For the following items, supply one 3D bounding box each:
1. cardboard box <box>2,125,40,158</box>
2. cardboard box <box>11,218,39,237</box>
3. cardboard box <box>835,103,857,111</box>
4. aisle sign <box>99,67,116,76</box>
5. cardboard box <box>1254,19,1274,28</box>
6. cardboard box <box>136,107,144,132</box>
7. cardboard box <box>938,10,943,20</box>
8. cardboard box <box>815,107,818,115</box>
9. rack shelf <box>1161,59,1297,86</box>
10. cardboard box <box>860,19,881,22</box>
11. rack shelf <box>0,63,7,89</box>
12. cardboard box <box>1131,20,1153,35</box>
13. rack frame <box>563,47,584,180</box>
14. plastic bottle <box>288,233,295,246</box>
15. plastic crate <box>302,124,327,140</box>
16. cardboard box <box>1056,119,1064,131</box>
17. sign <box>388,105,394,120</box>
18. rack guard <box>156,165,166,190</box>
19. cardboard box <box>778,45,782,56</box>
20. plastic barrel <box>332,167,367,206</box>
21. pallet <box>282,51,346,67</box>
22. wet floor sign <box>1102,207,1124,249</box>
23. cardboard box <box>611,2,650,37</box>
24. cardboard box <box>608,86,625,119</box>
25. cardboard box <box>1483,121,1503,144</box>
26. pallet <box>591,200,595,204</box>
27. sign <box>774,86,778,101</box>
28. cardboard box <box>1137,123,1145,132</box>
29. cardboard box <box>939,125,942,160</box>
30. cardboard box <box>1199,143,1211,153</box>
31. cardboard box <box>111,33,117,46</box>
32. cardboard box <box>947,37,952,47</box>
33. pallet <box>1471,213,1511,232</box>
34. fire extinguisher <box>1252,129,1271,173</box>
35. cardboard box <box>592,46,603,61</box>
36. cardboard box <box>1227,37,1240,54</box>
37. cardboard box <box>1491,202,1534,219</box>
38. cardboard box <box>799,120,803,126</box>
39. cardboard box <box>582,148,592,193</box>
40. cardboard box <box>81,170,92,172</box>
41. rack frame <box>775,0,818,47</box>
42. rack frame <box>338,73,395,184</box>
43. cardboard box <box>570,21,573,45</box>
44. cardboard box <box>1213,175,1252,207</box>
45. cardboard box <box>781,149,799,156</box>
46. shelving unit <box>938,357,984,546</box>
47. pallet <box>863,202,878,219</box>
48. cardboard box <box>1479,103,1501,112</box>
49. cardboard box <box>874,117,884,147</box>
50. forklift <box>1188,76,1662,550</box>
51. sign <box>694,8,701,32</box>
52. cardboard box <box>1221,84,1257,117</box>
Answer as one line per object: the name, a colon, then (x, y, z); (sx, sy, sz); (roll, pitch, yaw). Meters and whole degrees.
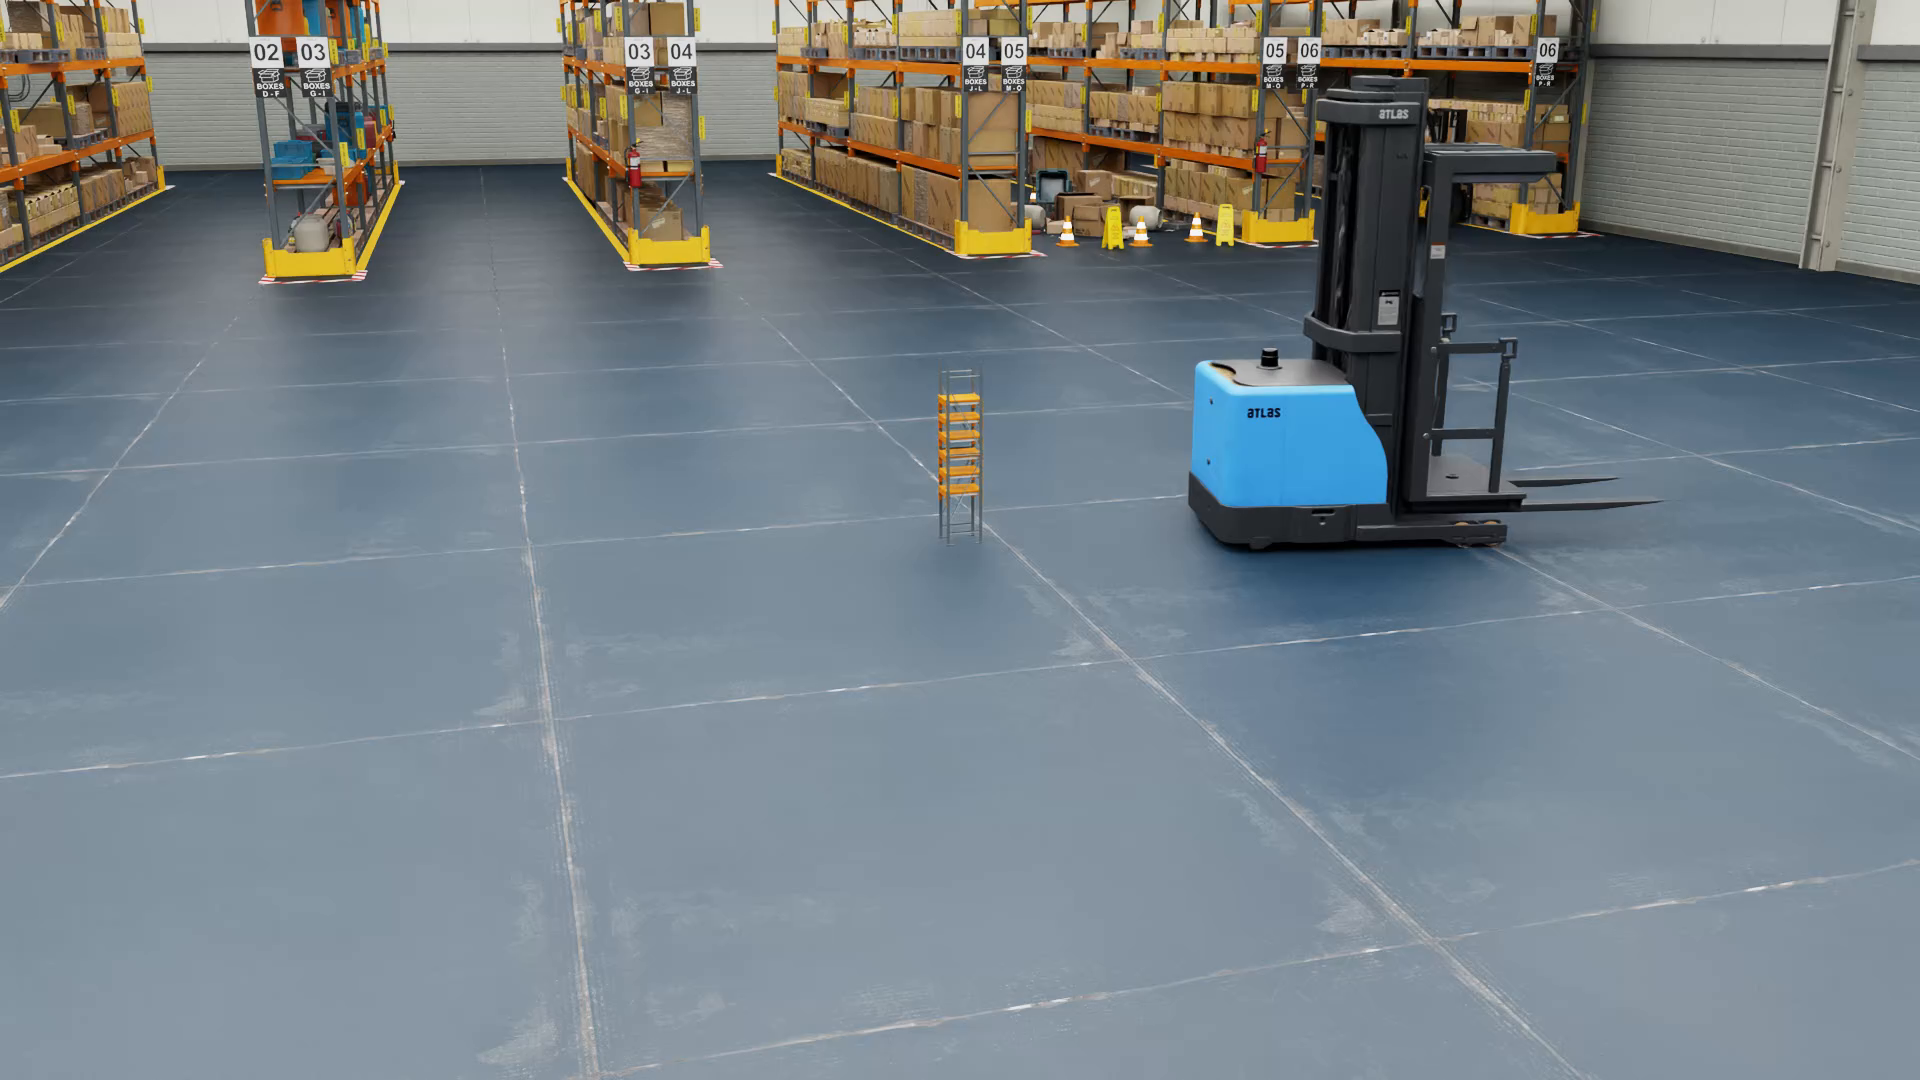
cardboard box: (-15.538, -6.567, 27.427); (0.500, 0.500, 0.500); (-6, 18, -18)
cardboard box: (-14.788, -4.891, 26.071); (0.500, 0.250, 0.500); (-5, 17, -17)
cardboard box: (-2.268, -8.594, 33.019); (0.380, 0.149, 0.250); (-5, 18, -17)
aisle sign: (-18.514, -10.436, 35.961); (0.394, 0.787, 0.004); (-5, 17, -15)
cardboard box: (6.966, -11.804, 38.117); (0.396, 0.266, 0.258); (-5, 17, -15)
cardboard box: (-17.551, -8.859, 35.056); (0.500, 0.500, 0.500); (-5, 17, -15)
cardboard box: (-0.123, -8.141, 25.772); (0.380, 0.149, 0.250); (-4, 17, -14)
cardboard box: (-2.833, -9.024, 34.968); (0.380, 0.149, 0.250); (-4, 17, -13)
rack shelf: (4.688, -7.980, 28.341); (1.077, 0.370, 4.000); (-5, 17, -15)
cardboard box: (-1.788, -10.323, 33.387); (0.396, 0.266, 0.258); (-5, 17, -15)
rack shelf: (-14.366, -6.415, 23.129); (1.077, 0.370, 4.000); (-5, 17, -15)
cardboard box: (3.555, -9.677, 31.403); (0.500, 0.250, 0.500); (-4, 17, -14)
rack frame: (-8.687, -9.977, 38.953); (1.000, 3.000, 0.127); (-5, 17, -15)
plastic bottle: (-9.979, -4.504, 24.831); (0.097, 0.201, 0.097); (0, 17, 0)
plastic crate: (-11.101, -6.932, 28.705); (0.402, 0.464, 0.583); (-5, 17, -15)
cardboard box: (2.373, -8.876, 35.548); (0.500, 0.250, 0.500); (-5, 17, -16)
sign: (-12.925, -9.712, 37.785); (0.100, 0.325, 0.005); (-5, 17, -15)
rack guard: (-18.192, -7.977, 36.639); (1.175, 0.500, 0.348); (-5, 17, -15)
cardboard box: (-4.013, -11.562, 39.275); (0.500, 0.250, 0.500); (-4, 17, -13)
plastic barrel: (-11.402, -6.668, 30.980); (0.600, 0.830, 0.708); (-5, 17, -15)
pallet: (-9.186, -6.743, 23.299); (1.003, 0.211, 1.213); (-5, 17, -15)
wet floor sign: (2.418, -4.937, 26.265); (0.267, 0.644, 0.232); (-8, 18, -25)
cardboard box: (-4.960, -7.827, 25.019); (0.500, 0.500, 0.500); (-5, 17, -15)
cardboard box: (-5.371, -7.044, 26.760); (0.500, 0.500, 0.500); (-5, 17, -15)
cardboard box: (9.488, -7.036, 28.987); (0.500, 0.500, 0.500); (-4, 17, -14)
pallet: (-6.965, -6.990, 33.854); (1.003, 0.211, 1.213); (-5, 17, -15)
sign: (-4.412, -10.713, 39.898); (0.100, 0.325, 0.005); (-5, 17, -15)
cardboard box: (3.571, -7.786, 31.363); (0.380, 0.149, 0.250); (-5, 17, -16)
cardboard box: (0.156, -6.402, 26.789); (0.875, 0.550, 0.550); (-5, 17, -15)
cardboard box: (4.356, -6.786, 28.768); (0.380, 0.149, 0.250); (-5, 17, -15)
cardboard box: (-17.148, -9.985, 33.157); (0.500, 0.250, 0.500); (-5, 17, -15)
cardboard box: (0.021, -7.616, 25.411); (0.380, 0.149, 0.250); (-5, 17, -15)
pallet: (9.759, -5.601, 29.232); (1.003, 0.211, 1.213); (-5, 17, -15)
fire extinguisher: (4.826, -6.230, 26.612); (0.296, 0.674, 0.183); (-5, 17, -15)
cardboard box: (-6.313, -8.695, 29.733); (0.500, 0.250, 0.500); (-4, 17, -14)
cardboard box: (4.714, -8.103, 27.242); (0.500, 0.250, 0.500); (-5, 17, -16)
cardboard box: (9.577, -5.718, 28.822); (0.500, 0.250, 0.500); (-5, 17, -15)
cardboard box: (-3.437, -9.462, 37.676); (0.380, 0.149, 0.250); (-5, 18, -18)
cardboard box: (-6.896, -7.388, 33.295); (1.225, 0.875, 0.875); (-5, 17, -15)
cardboard box: (-17.215, -6.949, 32.452); (0.500, 0.500, 0.500); (-6, 18, -18)
rack frame: (-3.891, -13.215, 39.302); (1.000, 3.000, 0.127); (-5, 17, -15)
rack frame: (-13.450, -9.586, 37.649); (1.000, 3.000, 0.127); (-5, 17, -15)
cardboard box: (-8.266, -11.267, 36.954); (0.700, 0.500, 0.500); (-6, 18, -19)
cardboard box: (4.621, -5.923, 28.204); (0.500, 0.500, 0.500); (-4, 17, -13)
cardboard box: (-4.073, -9.290, 39.857); (0.380, 0.149, 0.250); (-6, 18, -18)
shelving unit: (0.004, -0.571, 10.766); (0.258, 1.200, 0.189); (-5, 17, -15)
pallet: (-1.216, -6.232, 31.332); (1.003, 0.211, 1.213); (-5, 17, -15)
cardboard box: (9.338, -7.586, 29.174); (0.380, 0.149, 0.250); (-4, 17, -14)
cardboard box: (-1.271, -7.473, 30.441); (0.500, 0.500, 0.500); (-5, 17, -15)
forklift: (3.129, -1.502, 10.857); (3.031, 2.935, 1.130); (-2, 17, -6)
sign: (-3.769, -7.450, 23.805); (0.100, 0.325, 0.005); (-5, 17, -15)
cardboard box: (4.756, -7.269, 27.508); (0.700, 0.500, 0.500); (-5, 17, -15)
